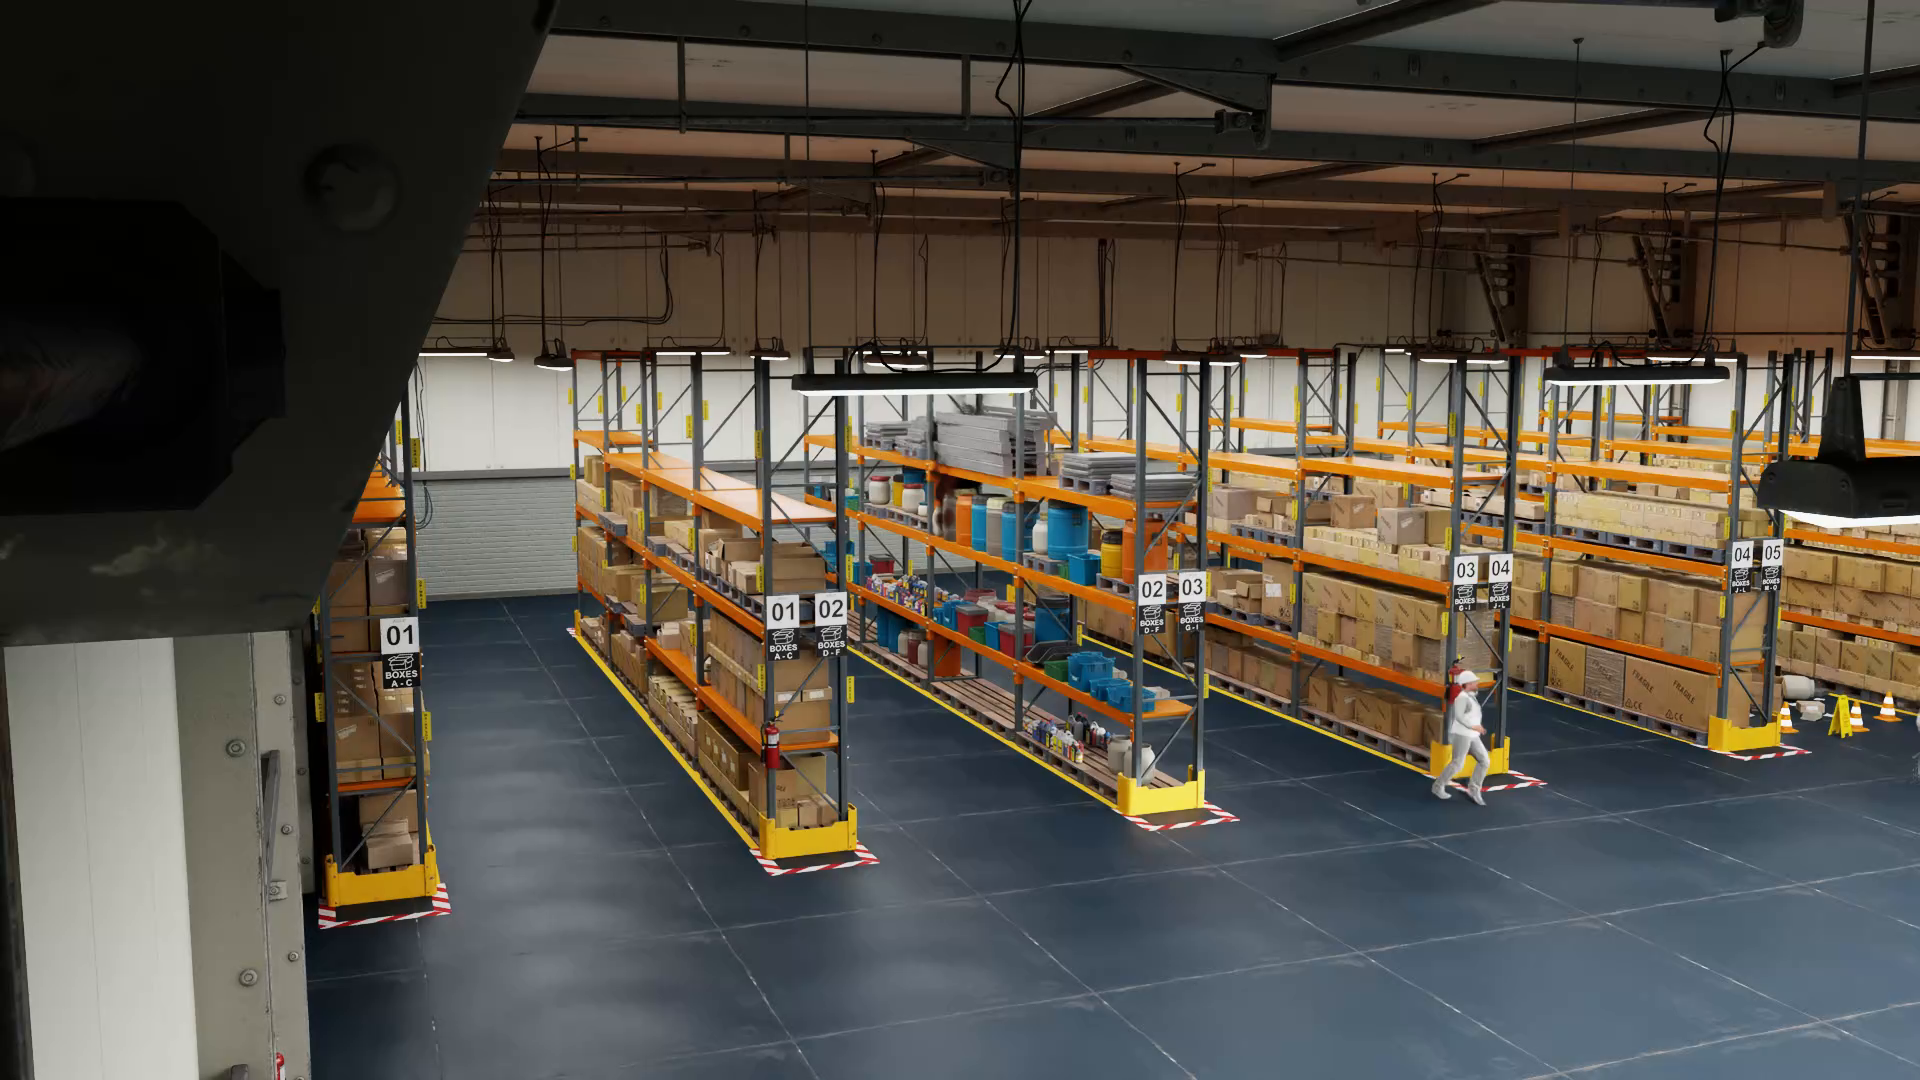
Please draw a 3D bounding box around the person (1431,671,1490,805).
[{"bbox_3d":[6.862,2.673,22.600,0.704,1.798,0.726,5,9,34],"label":"person"}]
